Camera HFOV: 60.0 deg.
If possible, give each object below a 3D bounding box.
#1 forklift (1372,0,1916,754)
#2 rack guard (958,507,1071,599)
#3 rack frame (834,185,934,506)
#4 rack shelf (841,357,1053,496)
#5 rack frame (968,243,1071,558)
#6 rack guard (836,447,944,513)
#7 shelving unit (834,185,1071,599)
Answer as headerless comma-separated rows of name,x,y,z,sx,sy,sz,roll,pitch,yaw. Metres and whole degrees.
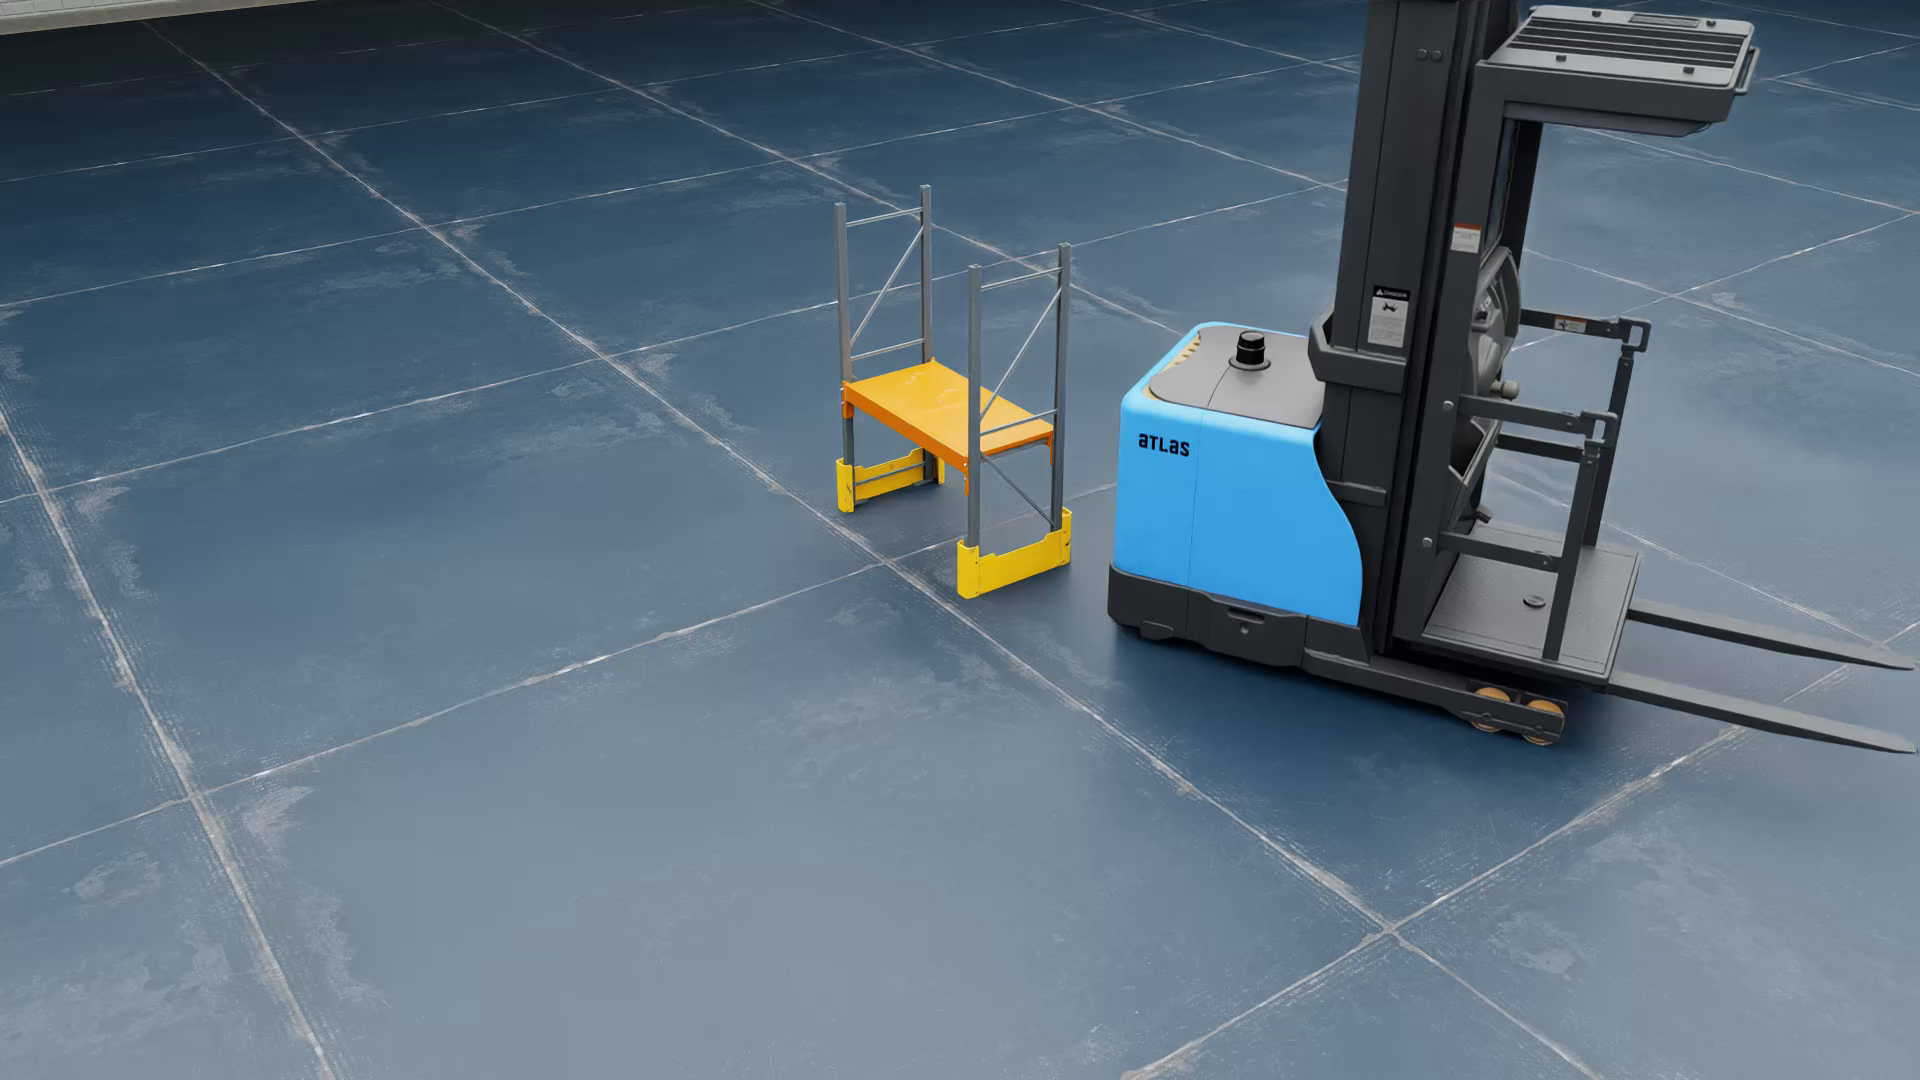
forklift,2.175,-0.798,6.148,3.031,2.935,1.121,13,31,23
rack guard,0.245,0.054,7.388,0.587,0.250,0.087,-19,34,-31
rack frame,-0.344,-0.890,7.817,0.500,1.500,0.032,-19,34,-31
rack shelf,-0.049,-0.534,7.539,0.538,0.185,1.000,-19,34,-31
rack frame,0.245,-0.495,7.089,0.500,1.500,0.032,-19,34,-31
rack guard,-0.333,-0.333,8.101,0.587,0.250,0.087,-19,34,-31
shelving unit,-0.044,-0.689,7.447,0.587,1.500,1.083,-19,34,-31
